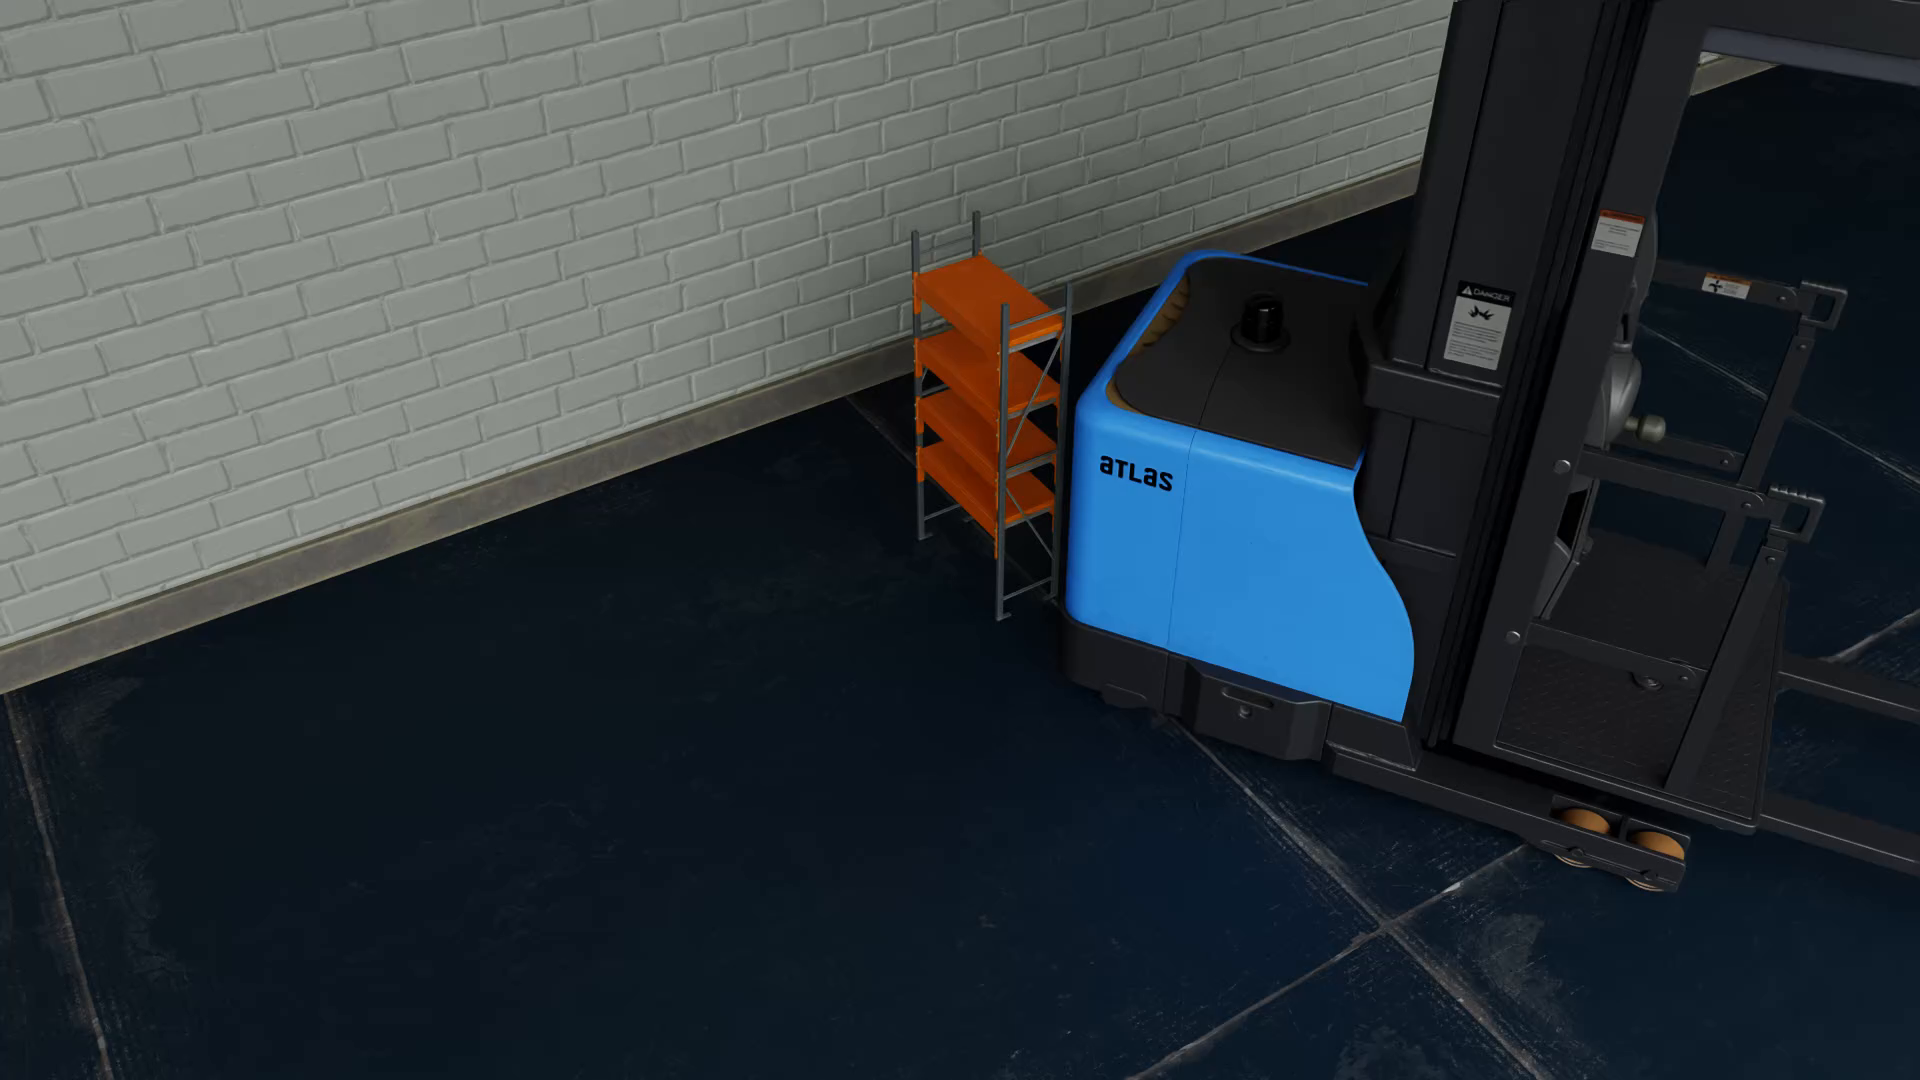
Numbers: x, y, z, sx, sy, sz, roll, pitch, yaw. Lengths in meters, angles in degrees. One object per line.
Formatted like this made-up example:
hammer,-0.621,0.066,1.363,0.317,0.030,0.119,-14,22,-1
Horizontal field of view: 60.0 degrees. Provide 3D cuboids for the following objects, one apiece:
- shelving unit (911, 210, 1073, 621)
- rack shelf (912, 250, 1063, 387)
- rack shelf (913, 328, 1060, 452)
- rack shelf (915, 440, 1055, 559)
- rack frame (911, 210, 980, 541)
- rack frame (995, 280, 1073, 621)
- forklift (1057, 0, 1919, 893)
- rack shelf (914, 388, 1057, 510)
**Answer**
shelving unit,0.089,-0.372,5.259,0.258,1.200,0.503,-22,45,-24
rack shelf,0.089,-0.673,5.007,0.258,0.148,0.480,-22,45,-24
rack shelf,0.089,-0.492,5.159,0.258,0.148,0.480,-22,45,-24
rack shelf,0.089,-0.167,5.429,0.258,0.148,0.480,-22,45,-24
rack frame,-0.042,-0.503,5.417,0.240,1.200,0.015,-22,45,-24
rack frame,0.220,-0.240,5.101,0.240,1.200,0.015,-22,45,-24
forklift,1.861,-0.549,4.120,3.031,2.935,1.130,17,43,19
rack shelf,0.089,-0.320,5.302,0.258,0.148,0.480,-22,45,-24
